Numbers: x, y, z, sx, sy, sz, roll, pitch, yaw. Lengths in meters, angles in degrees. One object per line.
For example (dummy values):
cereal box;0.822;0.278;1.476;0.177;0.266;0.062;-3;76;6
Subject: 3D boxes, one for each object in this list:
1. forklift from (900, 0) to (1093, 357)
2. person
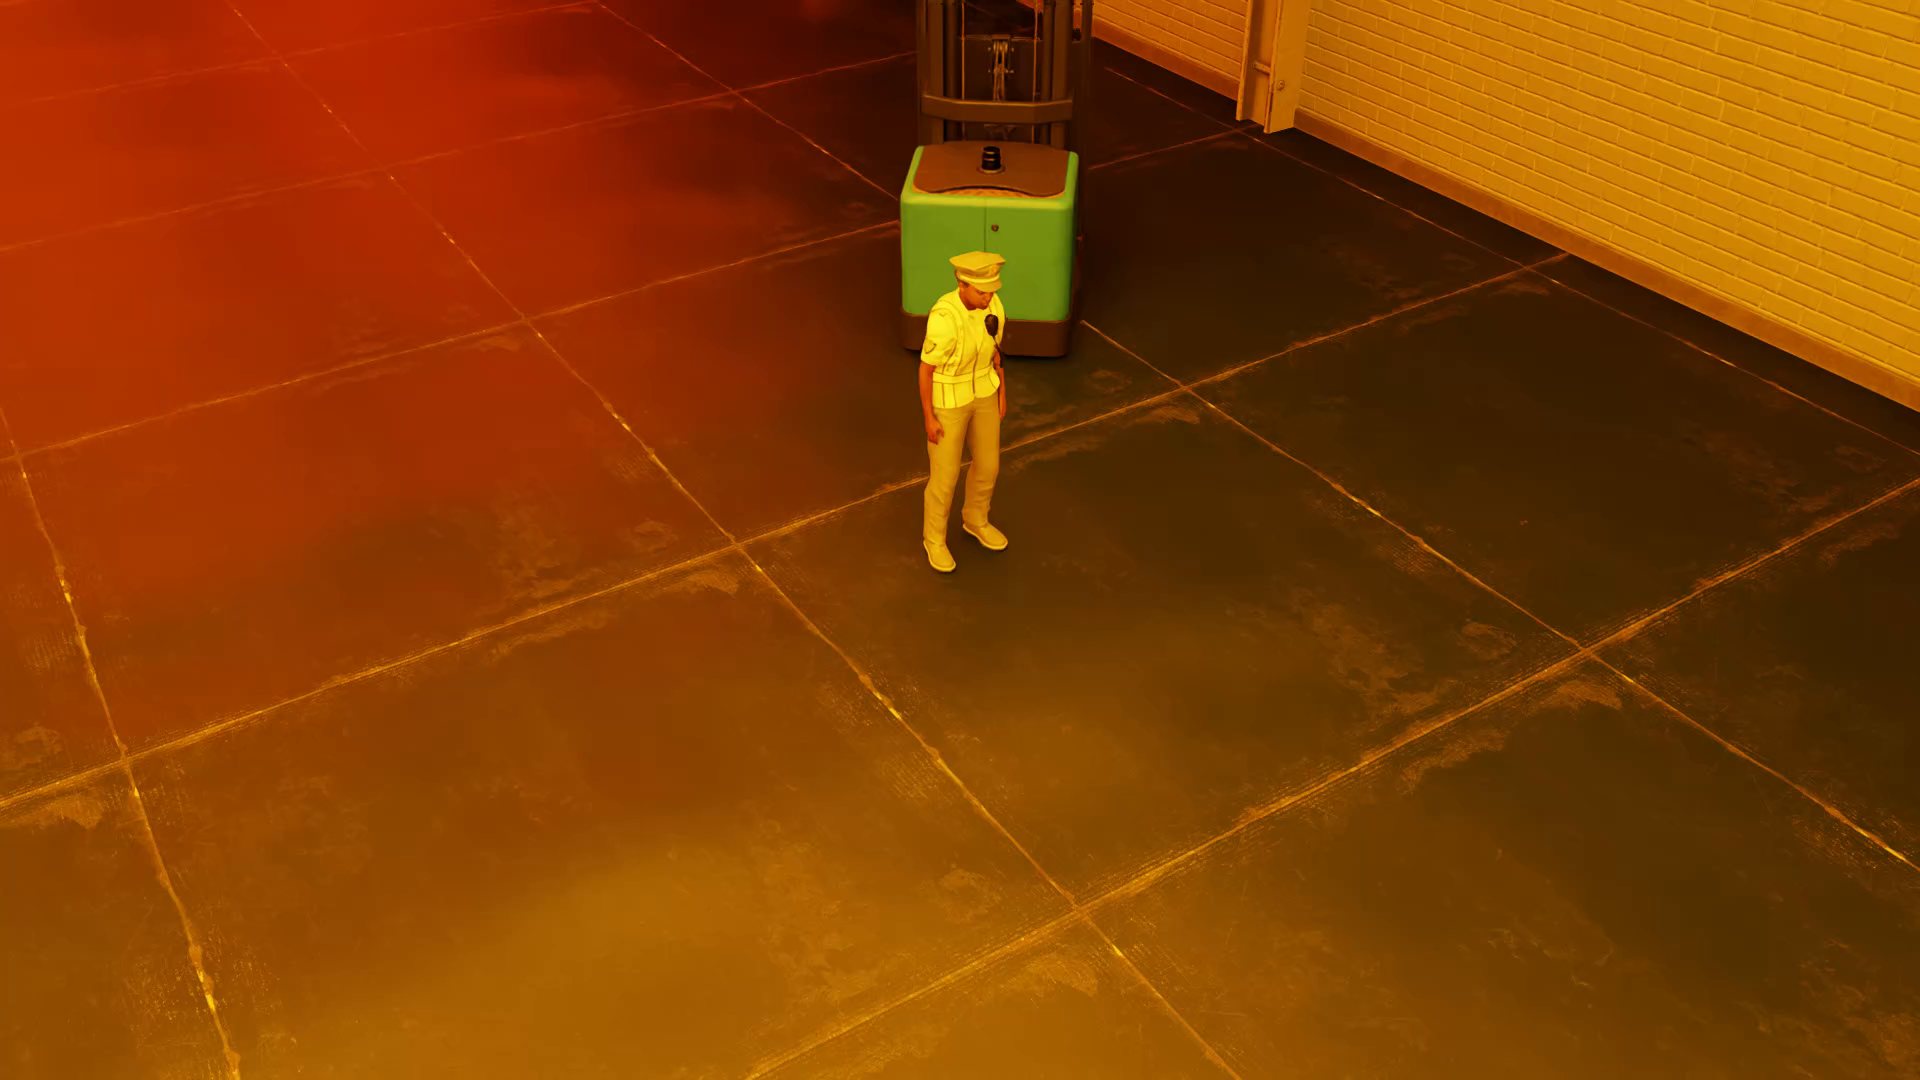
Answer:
forklift;0.299;-3.149;10.630;1.130;2.935;3.031;3;35;5
person;0.019;-0.659;8.196;0.513;1.657;0.393;-22;41;-28
